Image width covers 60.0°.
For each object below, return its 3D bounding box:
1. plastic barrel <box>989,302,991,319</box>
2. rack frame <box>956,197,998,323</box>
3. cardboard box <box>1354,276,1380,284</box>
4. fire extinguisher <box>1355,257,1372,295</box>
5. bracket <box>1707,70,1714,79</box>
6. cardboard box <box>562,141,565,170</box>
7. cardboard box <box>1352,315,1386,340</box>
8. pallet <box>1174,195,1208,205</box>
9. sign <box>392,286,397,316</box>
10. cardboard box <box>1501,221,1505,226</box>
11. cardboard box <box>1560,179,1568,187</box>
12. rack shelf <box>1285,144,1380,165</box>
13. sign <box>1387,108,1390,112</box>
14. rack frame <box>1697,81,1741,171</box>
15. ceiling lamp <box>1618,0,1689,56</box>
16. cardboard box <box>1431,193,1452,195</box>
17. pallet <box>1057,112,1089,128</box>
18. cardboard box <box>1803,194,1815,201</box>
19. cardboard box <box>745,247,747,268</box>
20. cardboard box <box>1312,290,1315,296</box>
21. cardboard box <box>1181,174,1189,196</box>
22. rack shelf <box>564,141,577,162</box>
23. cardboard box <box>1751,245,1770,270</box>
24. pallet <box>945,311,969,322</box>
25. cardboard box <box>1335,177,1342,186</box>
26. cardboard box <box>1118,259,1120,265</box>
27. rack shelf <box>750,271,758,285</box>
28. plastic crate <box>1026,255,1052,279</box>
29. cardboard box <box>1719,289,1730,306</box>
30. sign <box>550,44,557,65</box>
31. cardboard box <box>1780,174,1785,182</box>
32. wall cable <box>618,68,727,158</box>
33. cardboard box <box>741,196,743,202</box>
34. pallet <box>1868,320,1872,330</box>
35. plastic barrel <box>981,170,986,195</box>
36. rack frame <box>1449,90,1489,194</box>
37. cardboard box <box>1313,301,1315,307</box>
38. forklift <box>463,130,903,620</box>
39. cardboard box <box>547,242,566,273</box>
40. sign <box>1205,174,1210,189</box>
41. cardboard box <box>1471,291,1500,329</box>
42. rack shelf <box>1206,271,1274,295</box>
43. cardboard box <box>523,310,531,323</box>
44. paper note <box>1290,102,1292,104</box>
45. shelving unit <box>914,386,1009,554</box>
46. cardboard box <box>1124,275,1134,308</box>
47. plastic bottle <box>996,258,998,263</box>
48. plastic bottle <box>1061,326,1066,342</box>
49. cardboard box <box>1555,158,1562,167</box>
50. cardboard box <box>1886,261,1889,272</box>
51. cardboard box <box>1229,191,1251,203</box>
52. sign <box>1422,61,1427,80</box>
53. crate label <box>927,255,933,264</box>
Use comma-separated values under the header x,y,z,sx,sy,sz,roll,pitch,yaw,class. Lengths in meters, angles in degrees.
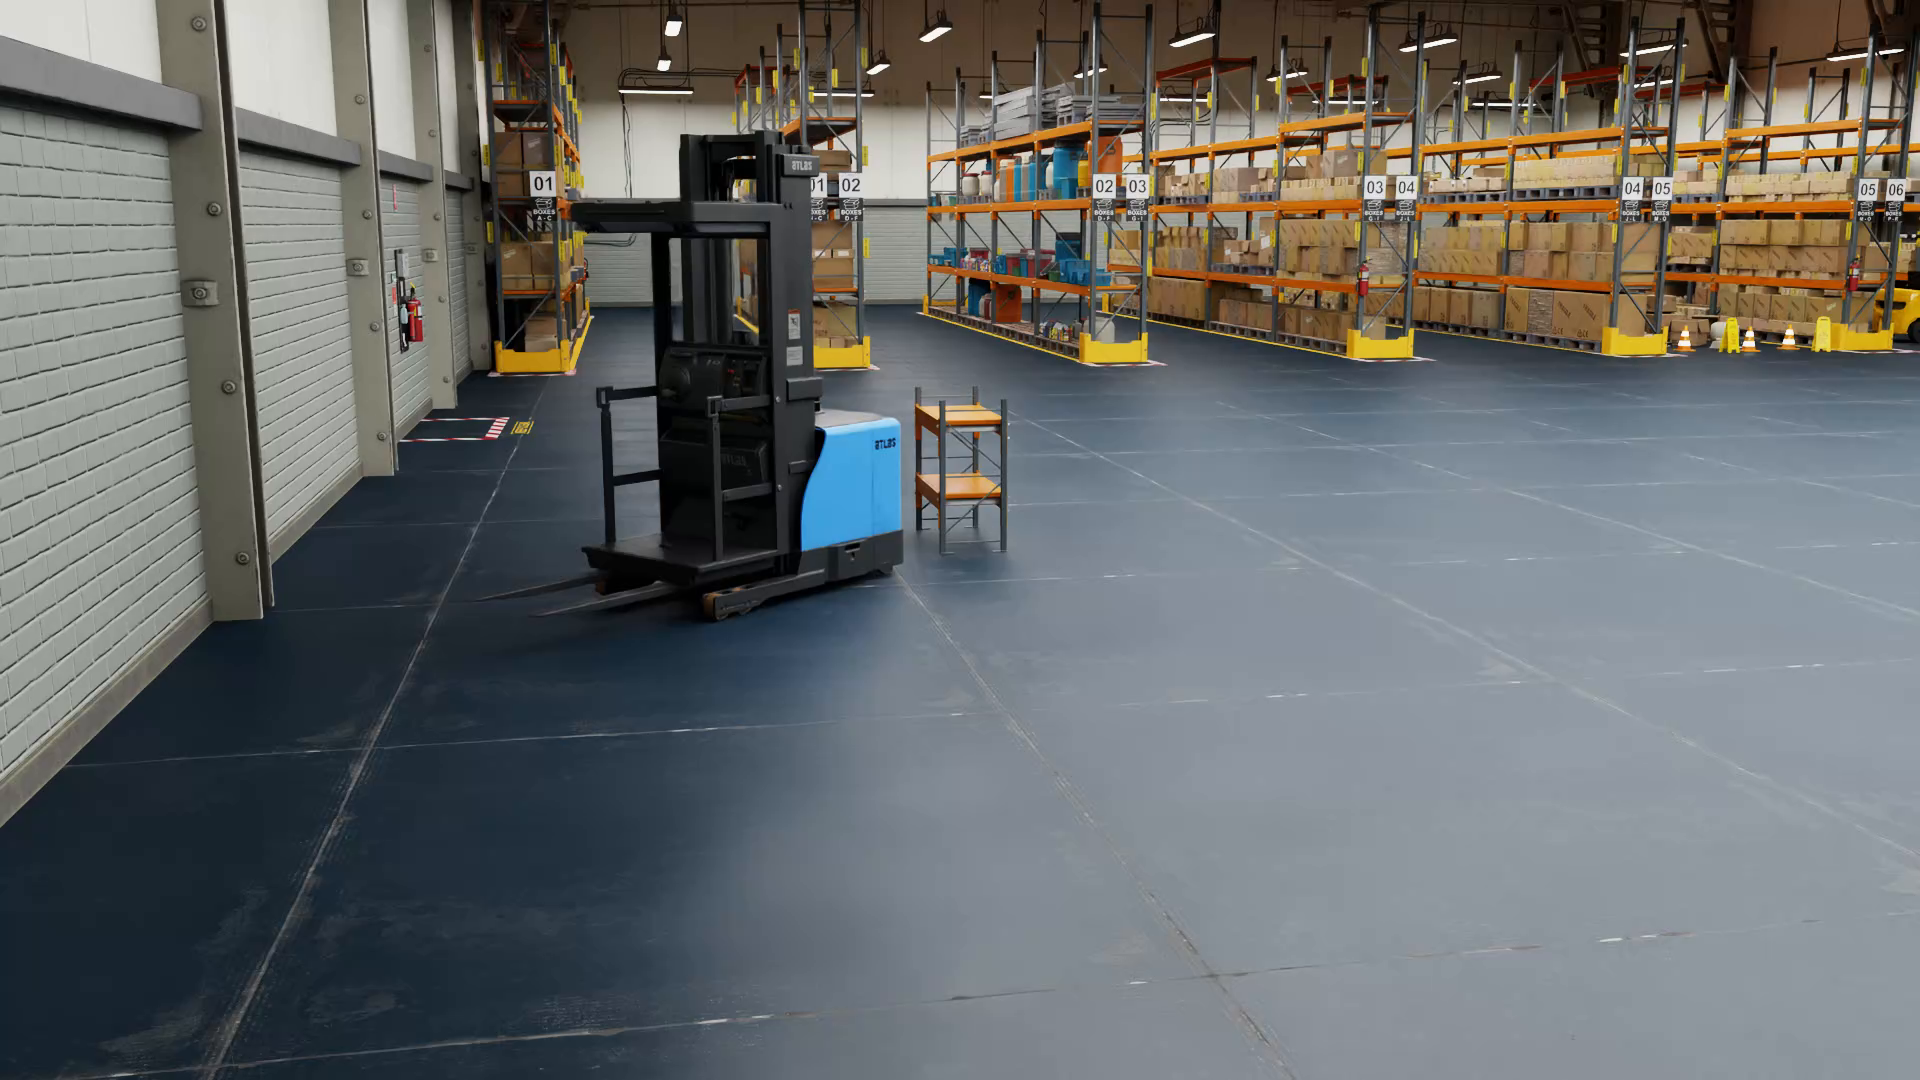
x,y,z,sx,sy,sz,roll,pitch,yaw,class
0.877,-5.227,37.669,0.421,0.512,0.421,0,11,0,plastic barrel
0.408,-6.788,40.335,1.000,3.000,0.127,-2,11,-11,rack frame
7.343,-4.688,29.977,0.380,0.149,0.250,-2,11,-11,cardboard box
7.171,-4.691,29.527,0.296,0.674,0.183,-2,11,-11,fire extinguisher
20.175,-12.448,44.405,0.235,0.232,0.430,-2,11,-11,bracket
-7.273,-6.801,29.388,0.500,0.500,0.500,-2,11,-8,cardboard box
7.495,-3.860,30.518,0.500,0.500,0.500,0,11,0,cardboard box
5.647,-7.936,38.852,1.003,0.211,1.213,-2,11,-8,pallet
-6.344,-2.681,18.662,0.001,0.329,0.234,-2,11,-11,sign
14.565,-8.376,44.005,0.380,0.149,0.250,-2,11,-11,cardboard box
11.792,-6.863,31.988,0.380,0.149,0.250,-2,11,-10,cardboard box
9.762,-10.088,43.566,1.077,0.370,4.000,-2,11,-11,rack shelf
10.695,-10.634,41.580,0.100,0.325,0.005,-2,11,-11,sign
19.855,-10.456,43.566,1.000,3.000,0.127,-2,11,-11,rack frame
14.427,-11.571,33.813,0.800,3.185,2.000,-2,11,-11,ceiling lamp
11.079,-8.033,38.589,0.500,0.500,0.500,-2,11,-11,cardboard box
2.392,-7.604,30.153,1.003,0.211,1.213,-2,11,-11,pallet
16.800,-6.720,32.629,0.380,0.149,0.250,-2,11,-11,cardboard box
-5.004,-6.928,40.807,0.500,0.500,0.500,-2,11,-10,cardboard box
9.501,-6.520,43.839,0.380,0.149,0.250,-3,11,-13,cardboard box
5.626,-8.338,39.062,0.797,0.503,0.637,-2,11,-12,cardboard box
-8.921,-8.458,36.059,1.077,0.370,4.000,-2,11,-11,rack shelf
16.561,-5.781,33.986,0.500,0.500,0.500,-2,11,-11,cardboard box
0.227,-5.551,41.297,1.003,0.211,1.213,-2,11,-11,pallet
7.072,-6.545,30.376,0.380,0.149,0.250,-2,11,-11,cardboard box
4.387,-7.359,44.010,0.380,0.149,0.250,-2,11,-12,cardboard box
-4.062,-5.888,37.532,1.077,0.370,4.000,-2,11,-11,rack shelf
1.570,-5.429,33.029,0.402,0.464,0.583,-2,11,-11,plastic crate
19.935,-6.202,42.819,0.500,0.500,0.500,-2,11,-13,cardboard box
-6.444,-7.691,26.327,0.100,0.325,0.005,-2,11,-11,sign
16.668,-7.251,33.286,0.380,0.149,0.250,-2,11,-10,cardboard box
-8.184,-12.212,47.589,3.097,2.526,0.112,-2,11,-11,wall cable
-5.195,-8.454,41.471,0.500,0.250,0.500,-2,11,-11,cardboard box
21.230,-4.806,37.381,1.003,0.211,1.213,-2,11,-11,pallet
0.785,-8.400,39.157,0.600,0.588,0.600,0,11,0,plastic barrel
14.209,-11.009,46.468,1.000,3.000,0.127,-2,11,-11,rack frame
9.555,-6.235,43.933,0.380,0.149,0.250,-2,11,-10,cardboard box
-1.697,-1.056,10.405,1.130,2.935,3.031,8,14,37,forklift
-6.860,-4.720,27.817,0.500,0.500,0.500,-2,11,-11,cardboard box
5.499,-7.982,36.993,0.100,0.325,0.005,-2,11,-11,sign
11.498,-4.874,35.175,1.050,0.750,0.750,-2,11,-11,cardboard box
6.433,-5.514,35.567,1.077,0.370,4.000,-2,11,-11,rack shelf
-8.063,-4.175,32.121,0.700,0.500,0.500,-2,11,-12,cardboard box
8.935,-11.789,44.866,0.001,0.032,0.123,-2,11,-11,paper note
-0.001,-0.554,12.598,0.538,1.125,1.048,-2,11,-11,shelving unit
4.869,-6.582,43.817,0.875,0.875,0.875,-2,11,-11,cardboard box
0.878,-6.472,39.020,0.097,0.271,0.097,0,11,0,plastic bottle
1.914,-3.810,30.780,0.061,0.283,0.133,-2,11,-10,plastic bottle
11.741,-7.301,32.161,0.380,0.149,0.250,-2,11,-11,cardboard box
20.954,-6.143,37.351,0.500,0.250,0.500,-2,11,-11,cardboard box
6.095,-7.350,35.671,0.500,0.250,0.500,-2,11,-10,cardboard box
8.133,-8.231,29.166,0.100,0.325,0.005,-2,11,-11,sign
-0.645,-7.411,43.899,0.416,0.233,0.303,-2,11,-11,crate label
